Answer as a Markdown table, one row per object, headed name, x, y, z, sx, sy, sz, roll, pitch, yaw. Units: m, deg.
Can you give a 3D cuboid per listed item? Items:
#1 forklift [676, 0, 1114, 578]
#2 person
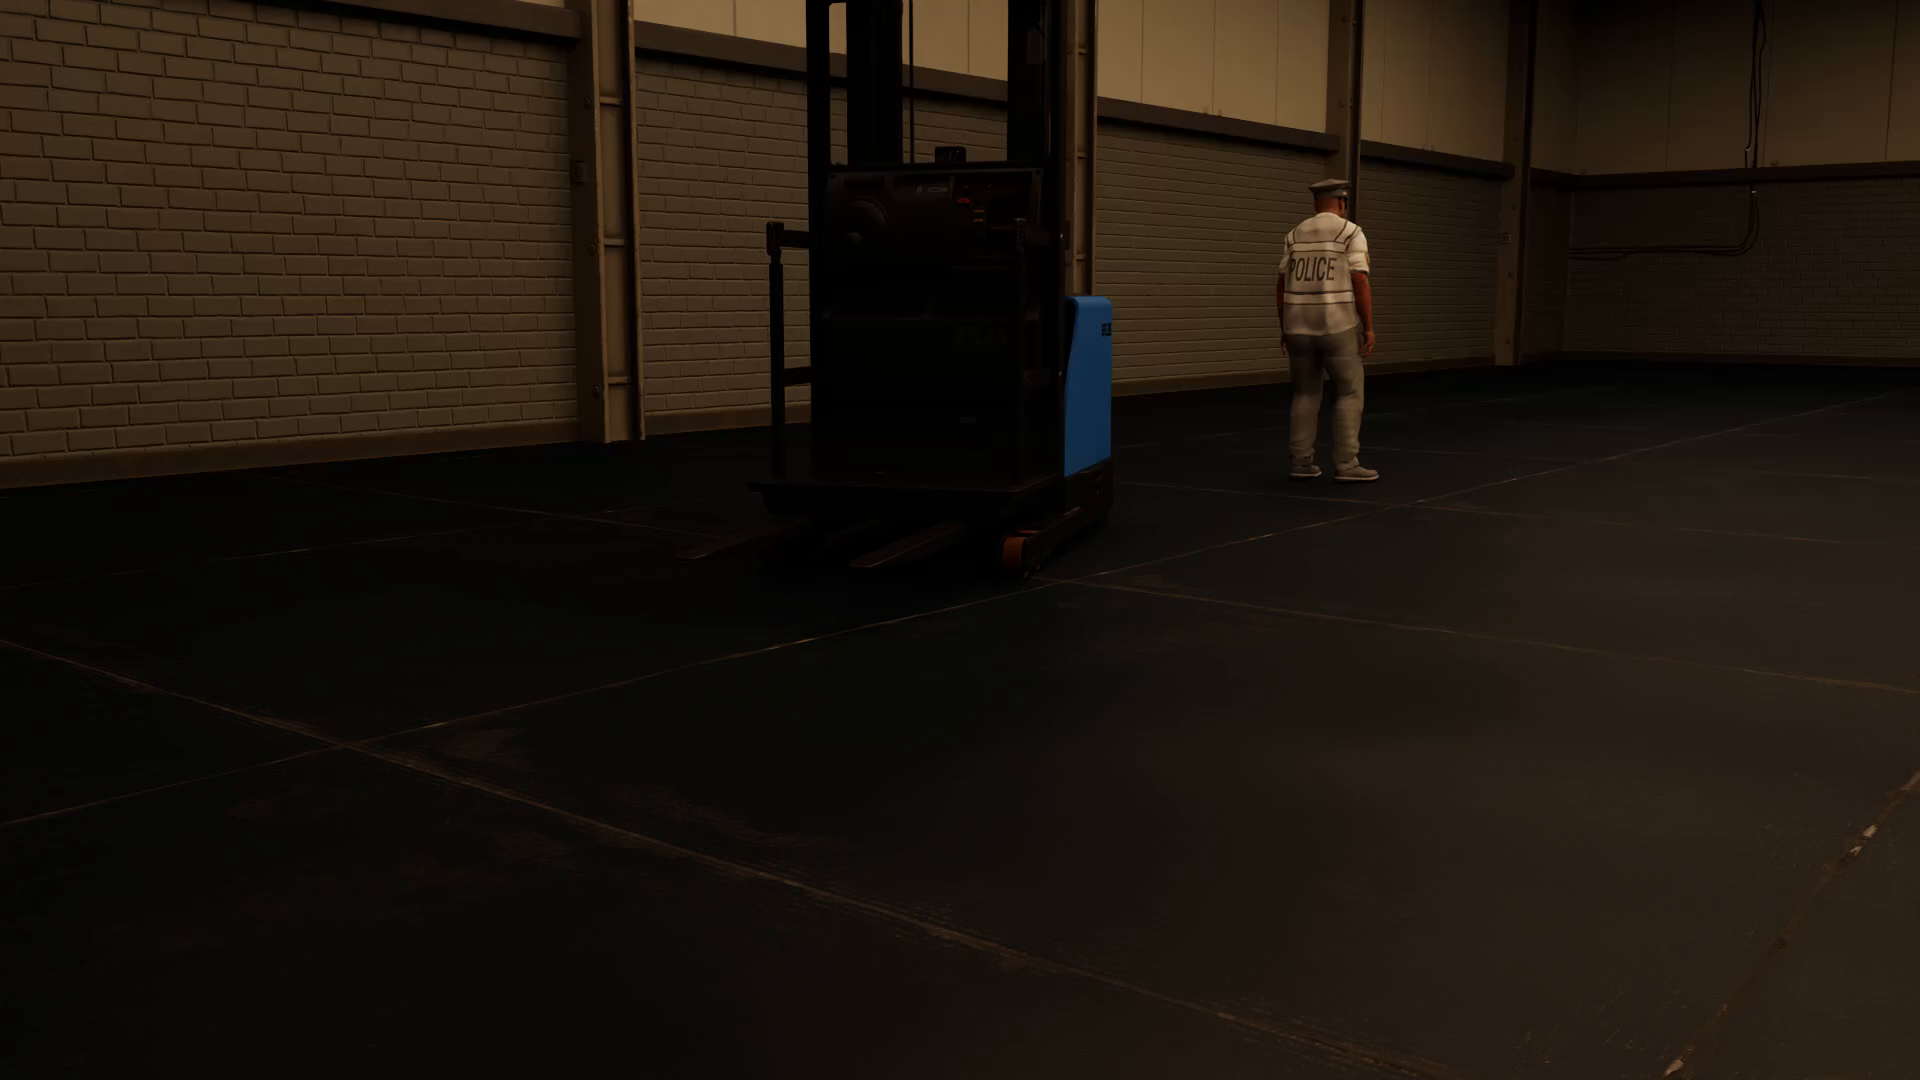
| name | x | y | z | sx | sy | sz | roll | pitch | yaw |
| --- | --- | --- | --- | --- | --- | --- | --- | --- | --- |
| forklift | -0.176 | -1.366 | 6.616 | 1.130 | 2.935 | 3.031 | 3 | 9 | 17 |
| person | 2.129 | -1.220 | 9.704 | 0.602 | 1.747 | 0.443 | 7 | 11 | 39 |
